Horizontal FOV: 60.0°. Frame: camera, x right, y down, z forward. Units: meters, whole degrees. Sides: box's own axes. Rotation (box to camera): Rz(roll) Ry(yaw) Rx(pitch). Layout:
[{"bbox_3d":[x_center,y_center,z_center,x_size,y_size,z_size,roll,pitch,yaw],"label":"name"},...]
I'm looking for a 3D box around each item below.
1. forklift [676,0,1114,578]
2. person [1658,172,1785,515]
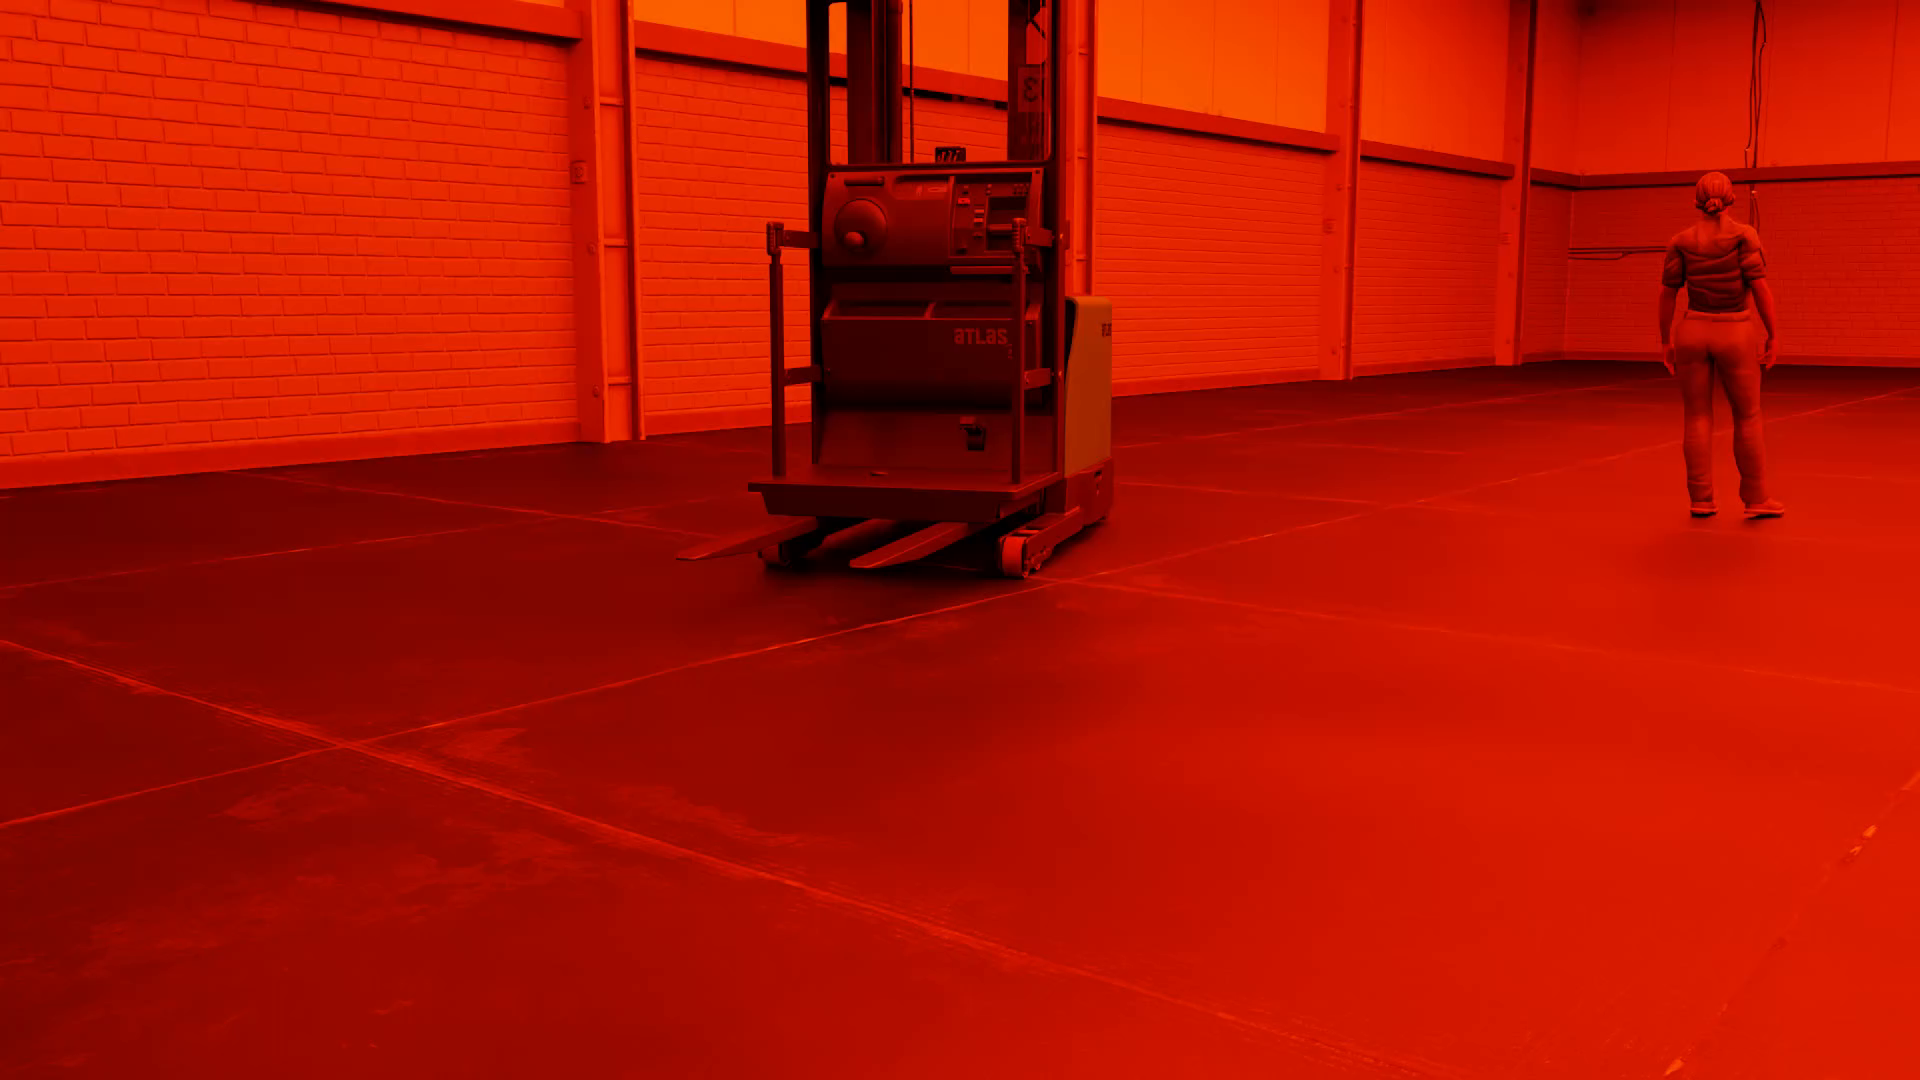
[{"bbox_3d":[-0.176,-1.366,6.616,1.130,2.935,3.031,3,9,17],"label":"forklift"},{"bbox_3d":[3.735,-0.950,8.132,0.570,1.655,0.504,7,11,40],"label":"person"}]
